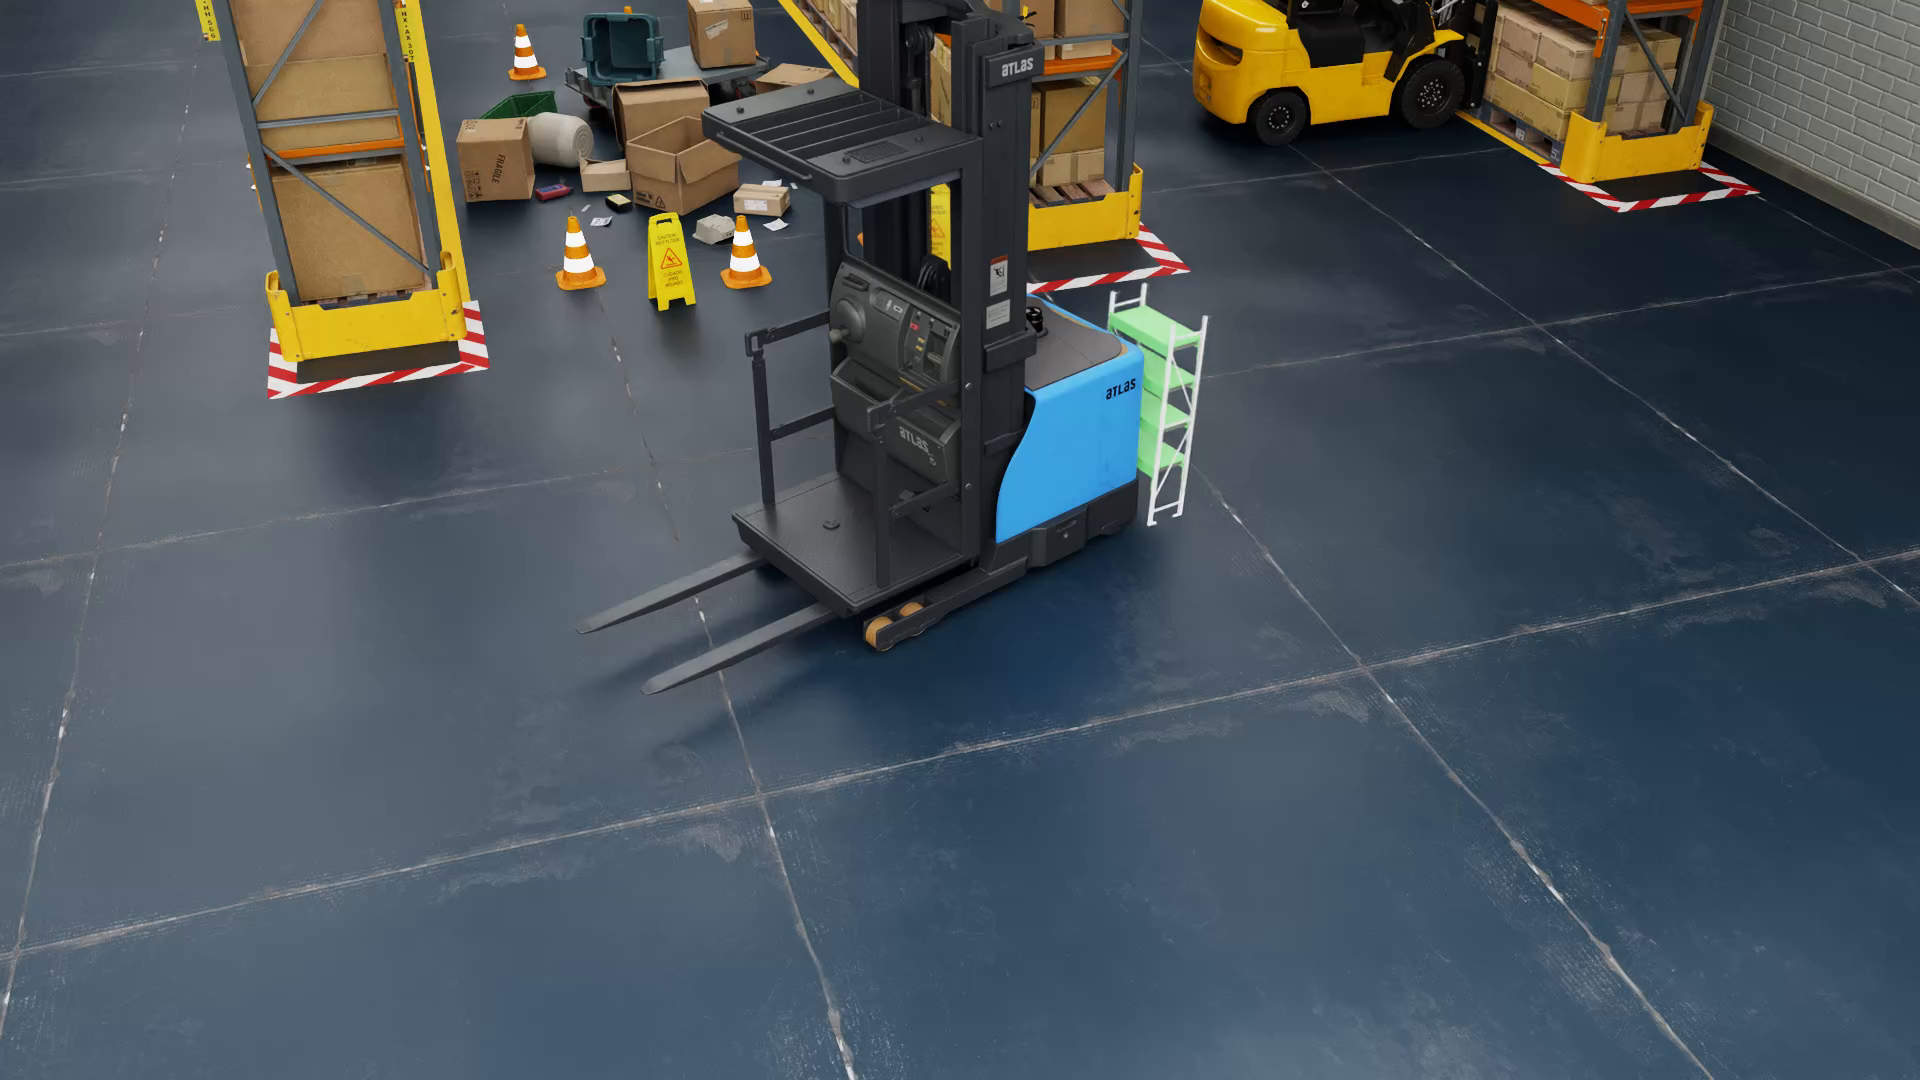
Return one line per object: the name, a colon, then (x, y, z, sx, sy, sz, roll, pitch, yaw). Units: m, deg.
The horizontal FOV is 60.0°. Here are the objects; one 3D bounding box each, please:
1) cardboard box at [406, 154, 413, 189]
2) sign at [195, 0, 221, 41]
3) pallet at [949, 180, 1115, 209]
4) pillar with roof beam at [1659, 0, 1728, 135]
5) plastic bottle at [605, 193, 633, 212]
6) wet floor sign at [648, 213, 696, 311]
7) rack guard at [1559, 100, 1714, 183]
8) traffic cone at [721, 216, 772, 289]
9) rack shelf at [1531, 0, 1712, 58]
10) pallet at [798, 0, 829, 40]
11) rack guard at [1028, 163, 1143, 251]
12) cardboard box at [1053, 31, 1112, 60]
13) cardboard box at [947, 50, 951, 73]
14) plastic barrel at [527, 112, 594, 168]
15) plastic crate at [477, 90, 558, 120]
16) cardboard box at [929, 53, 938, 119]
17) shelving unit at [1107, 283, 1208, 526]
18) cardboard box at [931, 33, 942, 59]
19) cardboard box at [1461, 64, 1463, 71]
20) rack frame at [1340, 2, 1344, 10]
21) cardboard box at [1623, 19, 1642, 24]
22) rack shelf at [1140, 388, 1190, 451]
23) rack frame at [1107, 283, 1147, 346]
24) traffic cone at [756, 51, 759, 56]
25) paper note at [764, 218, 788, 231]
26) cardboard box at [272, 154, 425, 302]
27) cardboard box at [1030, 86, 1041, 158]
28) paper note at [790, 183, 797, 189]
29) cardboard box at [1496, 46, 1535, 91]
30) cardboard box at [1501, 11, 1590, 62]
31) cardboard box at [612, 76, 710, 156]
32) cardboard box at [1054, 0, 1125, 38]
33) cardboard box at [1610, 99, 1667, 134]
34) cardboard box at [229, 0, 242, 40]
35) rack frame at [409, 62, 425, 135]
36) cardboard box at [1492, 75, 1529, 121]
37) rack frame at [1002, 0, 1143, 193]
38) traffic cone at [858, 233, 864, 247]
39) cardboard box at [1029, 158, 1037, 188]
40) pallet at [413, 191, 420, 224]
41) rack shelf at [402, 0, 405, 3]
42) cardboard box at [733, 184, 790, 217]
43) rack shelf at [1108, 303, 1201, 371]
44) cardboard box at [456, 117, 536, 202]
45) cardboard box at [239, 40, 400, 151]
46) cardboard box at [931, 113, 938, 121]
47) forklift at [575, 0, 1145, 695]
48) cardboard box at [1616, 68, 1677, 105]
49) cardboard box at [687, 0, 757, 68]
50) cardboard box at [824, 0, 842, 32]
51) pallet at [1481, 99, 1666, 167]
cardboard box: (-4.718, -3.174, 12.699, 0.875, 0.875, 0.875, -10, 35, -14)
sign: (-4.422, -3.098, 9.772, 0.100, 0.325, 0.005, -10, 35, -15)
pallet: (0.545, -2.795, 13.107, 1.003, 0.211, 1.213, -10, 35, -15)
pillar with roof beam: (2.054, -6.618, 10.923, 9.100, 9.000, 0.400, -10, 35, -15)
plastic bottle: (-2.688, -2.650, 13.025, 0.133, 0.061, 0.283, -23, 40, -31)
wet floor sign: (-2.007, -1.936, 11.413, 0.267, 0.644, 0.232, -16, 37, -23)
rack guard: (5.515, -3.267, 13.560, 1.175, 0.500, 0.348, -10, 35, -15)
traffic cone: (-1.531, -2.071, 11.784, 0.336, 0.463, 0.334, -10, 35, -15)
rack shelf: (4.898, -5.072, 14.677, 1.077, 0.370, 4.000, -10, 35, -15)
pallet: (-1.053, -5.472, 17.160, 1.003, 0.211, 1.213, -10, 35, -15)
rack guard: (0.759, -2.483, 12.373, 1.175, 0.500, 0.348, -10, 35, -15)
cardboard box: (0.876, -3.594, 12.015, 0.380, 0.149, 0.250, -10, 35, -15)
cardboard box: (0.113, -3.655, 12.725, 0.380, 0.149, 0.250, -9, 35, -13)
plastic barrel: (-3.314, -3.288, 13.661, 0.512, 0.421, 0.421, 13, 36, 18)
plastic crate: (-3.821, -3.680, 14.416, 0.450, 0.188, 0.662, -2, 32, 16)
cardboard box: (-0.020, -3.743, 13.446, 0.500, 0.500, 0.500, -11, 35, -16)
shelving unit: (1.021, -0.733, 9.078, 0.258, 1.200, 0.503, -18, 38, -30)
cardboard box: (-0.039, -3.926, 13.135, 0.380, 0.149, 0.250, -9, 34, -13)
cardboard box: (4.597, -4.340, 15.029, 0.500, 0.250, 0.500, -9, 34, -13)
rack frame: (4.288, -6.422, 16.068, 1.000, 3.000, 0.127, -10, 35, -15)
cardboard box: (5.386, -4.313, 14.082, 0.500, 0.250, 0.500, -10, 35, -15)
rack shelf: (1.019, -0.679, 9.112, 0.258, 0.148, 0.480, -18, 38, -30)
rack frame: (0.882, -0.843, 9.245, 0.240, 1.200, 0.015, -18, 38, -30)
traffic cone: (-2.150, -4.943, 16.130, 0.336, 0.463, 0.334, -10, 35, -15)
paper note: (-1.402, -2.408, 12.686, 0.148, 0.019, 0.142, -23, 40, -31)
cardboard box: (-4.171, -2.234, 11.275, 0.875, 0.875, 0.875, -10, 35, -14)
cardboard box: (0.289, -3.203, 12.629, 0.500, 0.500, 0.500, -10, 35, -14)
paper note: (-1.336, -2.848, 13.371, 0.032, 0.001, 0.123, -10, 35, -15)
cardboard box: (4.919, -4.027, 14.102, 0.500, 0.250, 0.500, -10, 35, -15)
cardboard box: (4.909, -4.224, 13.947, 0.500, 0.250, 0.500, -9, 35, -14)
cardboard box: (-2.458, -3.487, 13.766, 0.797, 0.637, 0.503, -10, 35, -15)
cardboard box: (0.902, -3.947, 11.961, 0.500, 0.500, 0.500, -11, 35, -15)
cardboard box: (5.545, -3.641, 13.972, 0.500, 0.250, 0.500, -10, 35, -15)
cardboard box: (-4.233, -3.588, 10.663, 0.875, 0.550, 0.550, -10, 35, -15)
rack frame: (-5.121, -4.700, 13.462, 1.000, 3.000, 0.127, -10, 35, -15)
cardboard box: (4.921, -3.806, 14.222, 0.500, 0.250, 0.500, -10, 35, -15)
rack frame: (0.782, -3.486, 11.623, 1.000, 3.000, 0.127, -10, 35, -15)
traffic cone: (-0.578, -2.436, 12.336, 0.336, 0.463, 0.334, -10, 35, -15)
cardboard box: (0.272, -2.905, 12.859, 0.500, 0.250, 0.500, -10, 35, -15)
pallet: (-4.588, -2.483, 12.635, 1.003, 0.211, 1.213, -10, 35, -15)
rack shelf: (-5.731, -5.450, 15.249, 1.077, 0.370, 4.000, -10, 35, -15)
cardboard box: (-1.541, -2.644, 12.936, 0.380, 0.149, 0.250, 7, 34, 10)
rack shelf: (1.039, -1.086, 8.859, 0.258, 0.148, 0.480, -18, 38, -30)
cardboard box: (-3.670, -3.016, 13.178, 0.500, 0.500, 0.500, -4, 34, -6)
cardboard box: (-4.057, -2.850, 10.525, 0.875, 0.550, 0.550, -10, 35, -15)
cardboard box: (-0.036, -3.440, 13.667, 0.500, 0.250, 0.500, -11, 35, -16)
forklift: (-0.483, -1.003, 7.929, 3.031, 2.935, 1.130, -25, 41, -32)
cardboard box: (5.563, -3.841, 13.820, 0.500, 0.250, 0.500, -9, 35, -14)
cardboard box: (-2.124, -4.544, 14.805, 0.500, 0.500, 0.500, -10, 35, -15)
cardboard box: (-0.823, -5.316, 16.397, 0.950, 0.372, 0.625, -8, 34, -12)
pallet: (5.235, -3.553, 14.255, 1.003, 0.211, 1.213, -10, 35, -15)
